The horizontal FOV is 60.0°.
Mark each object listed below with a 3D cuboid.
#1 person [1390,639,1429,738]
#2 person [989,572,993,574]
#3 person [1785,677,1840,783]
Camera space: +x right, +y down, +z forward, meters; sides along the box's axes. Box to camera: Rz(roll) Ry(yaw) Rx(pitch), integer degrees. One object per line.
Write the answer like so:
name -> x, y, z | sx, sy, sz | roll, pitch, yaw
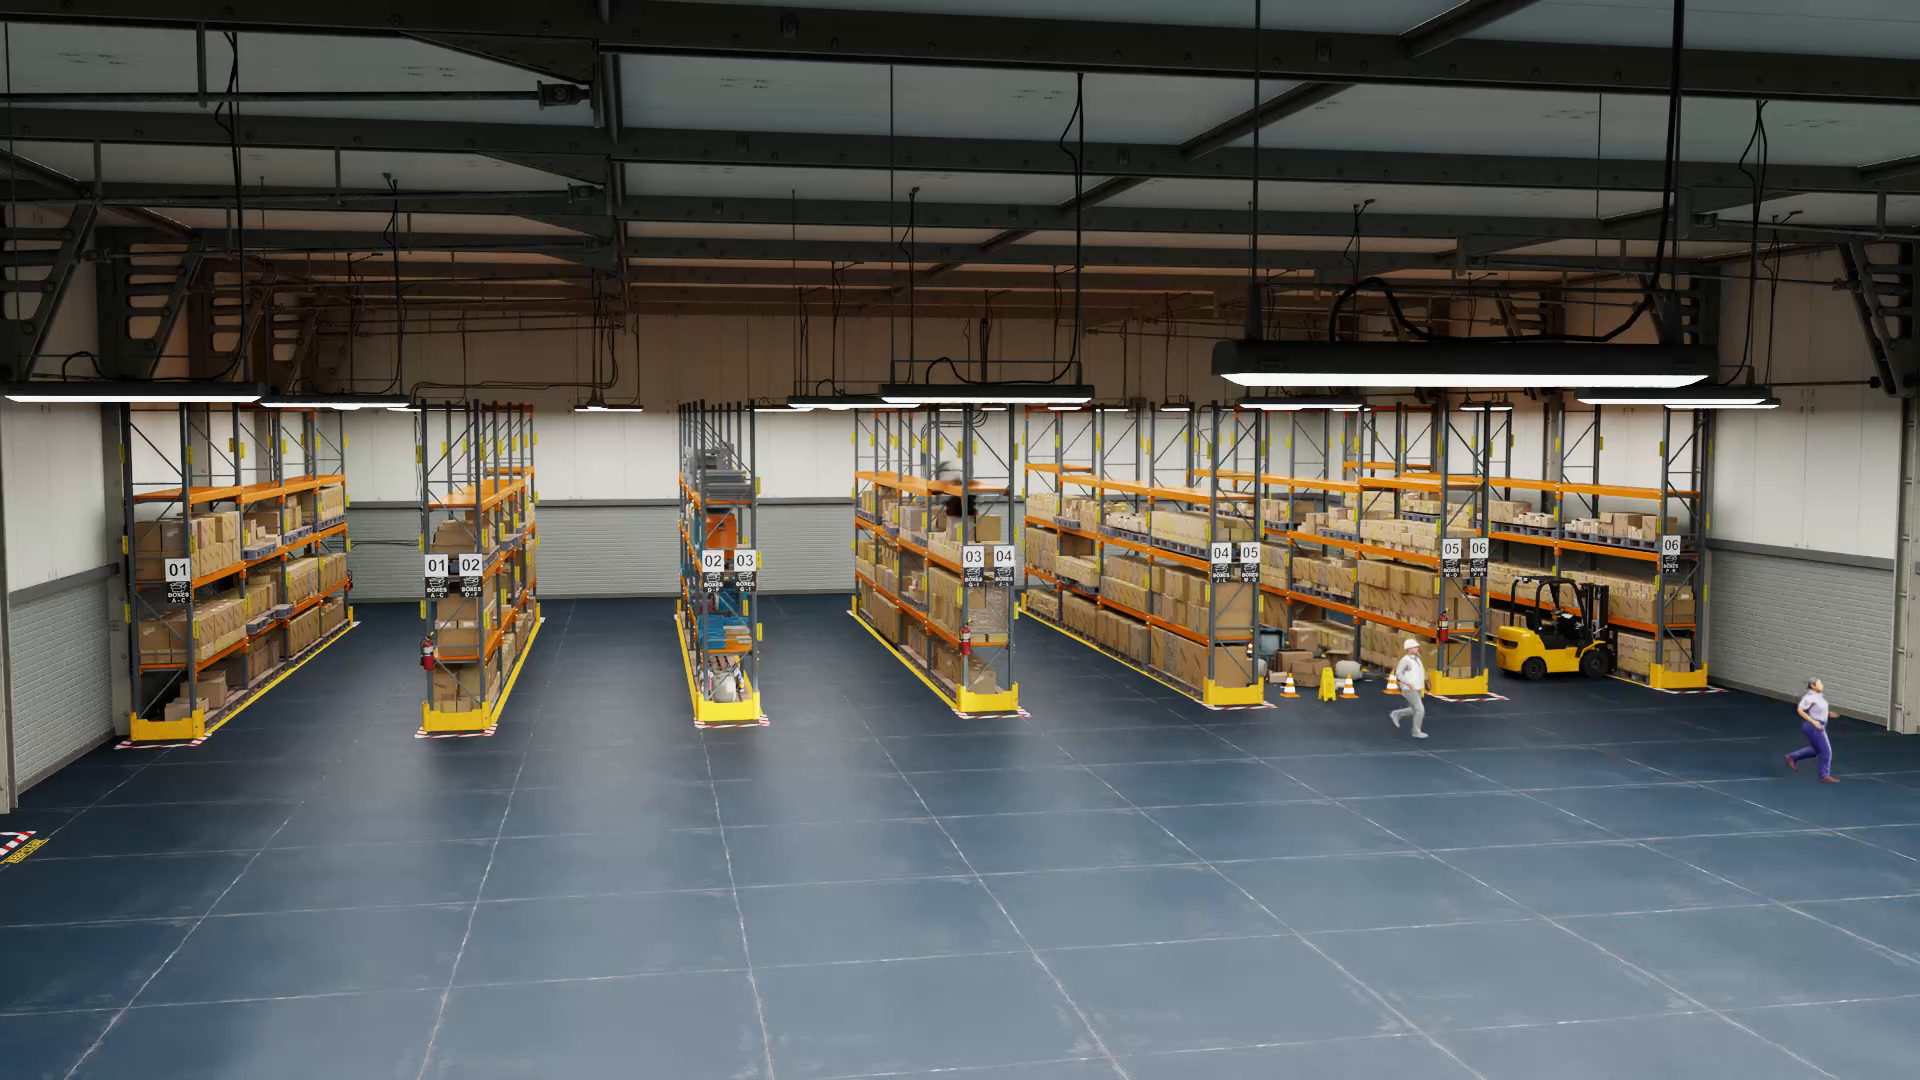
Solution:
person -> 7.976, 2.626, 29.529 | 0.771, 1.735, 0.695 | 4, 6, 39
person -> 0.612, 1.239, 48.719 | 0.759, 1.665, 0.686 | 2, 5, 20
person -> 13.348, 2.951, 26.025 | 0.823, 1.613, 0.620 | 3, 6, 39
